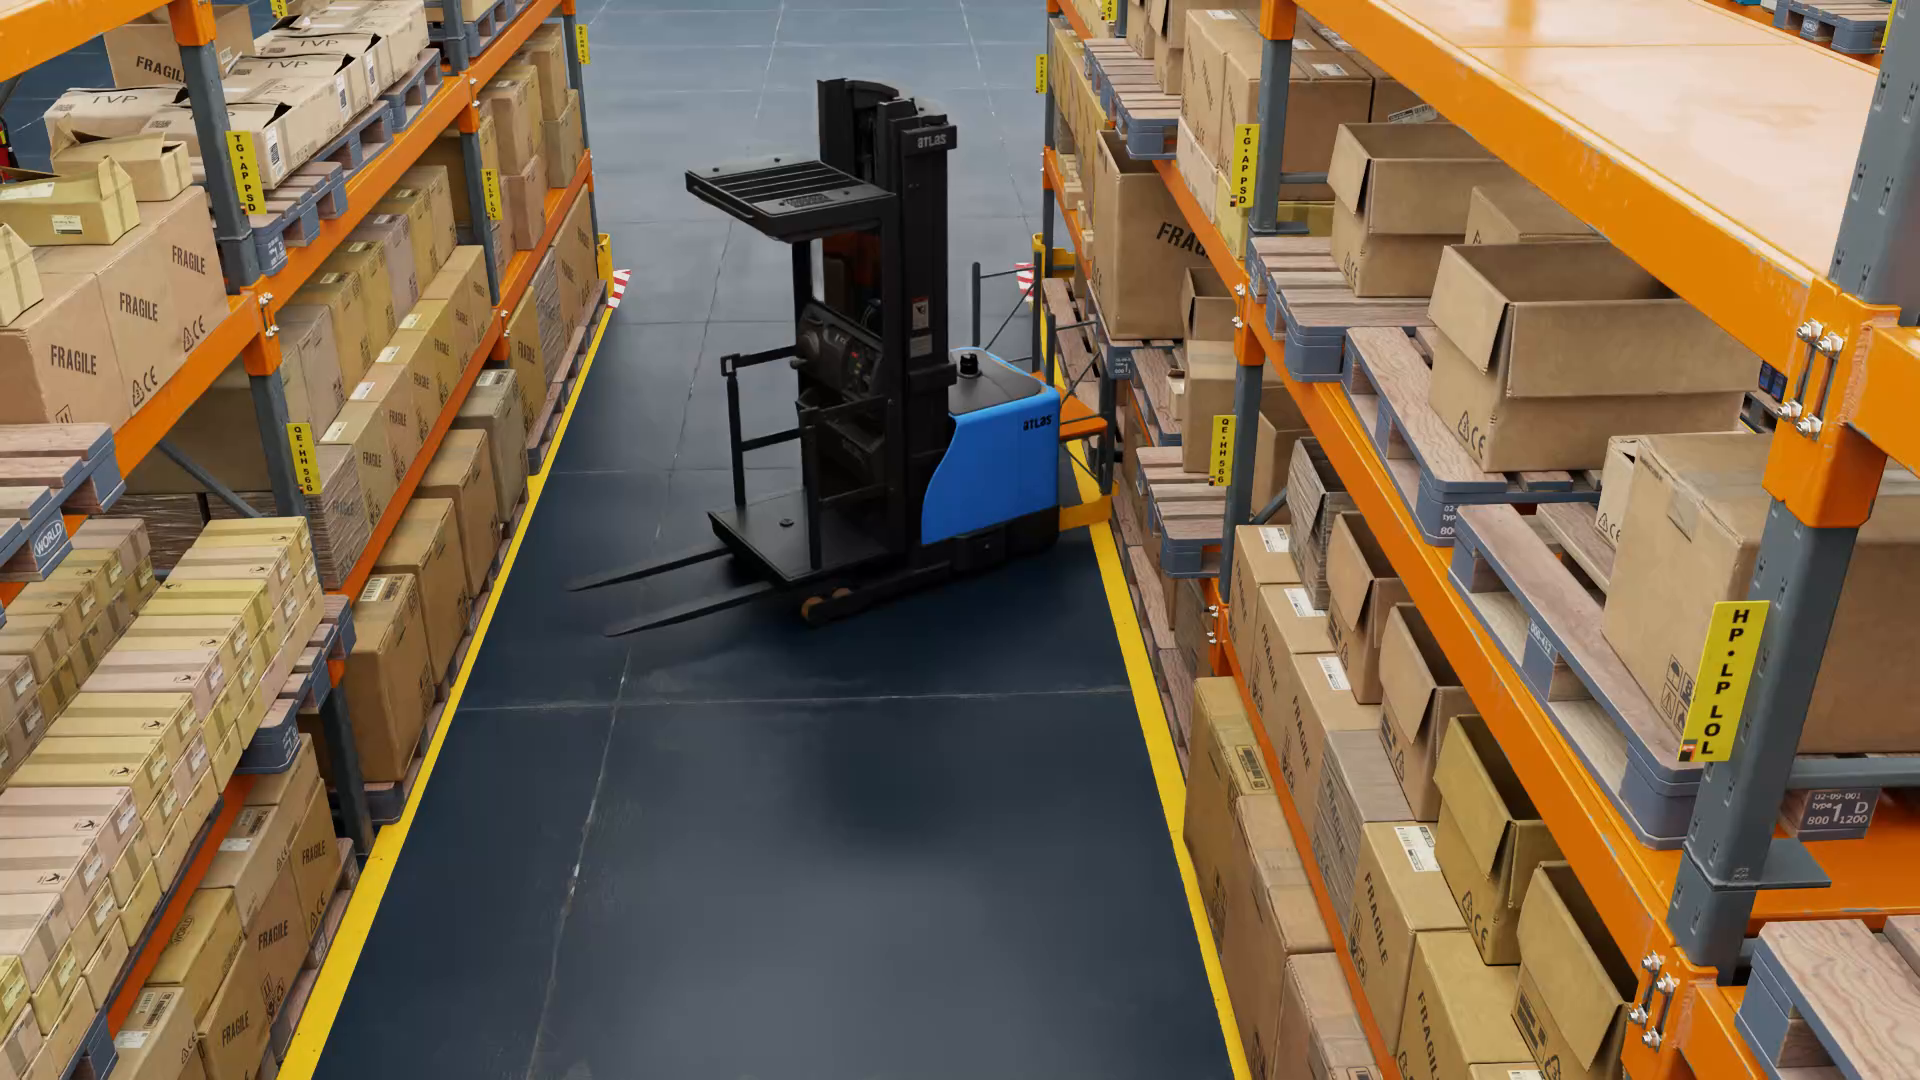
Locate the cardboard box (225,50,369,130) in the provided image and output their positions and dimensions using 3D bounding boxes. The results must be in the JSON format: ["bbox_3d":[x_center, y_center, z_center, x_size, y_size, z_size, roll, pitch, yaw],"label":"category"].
[{"bbox_3d":[-3.171,-2.173,7.963,0.500,0.311,0.500,-2,28,-4],"label":"cardboard box"}]

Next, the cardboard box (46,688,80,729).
[{"bbox_3d":[-3.434,0.666,6.047,0.380,0.149,0.250,0,28,0],"label":"cardboard box"}]

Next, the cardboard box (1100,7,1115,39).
[{"bbox_3d":[1.166,-3.232,10.622,0.500,0.250,0.500,0,28,-1],"label":"cardboard box"}]

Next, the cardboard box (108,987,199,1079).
[{"bbox_3d":[-2.918,1.764,5.563,0.500,0.250,0.500,0,28,-1],"label":"cardboard box"}]

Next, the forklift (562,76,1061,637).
[{"bbox_3d":[-0.881,-1.076,9.644,3.031,2.935,1.130,-17,32,-29],"label":"forklift"}]

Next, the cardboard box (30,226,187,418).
[{"bbox_3d":[-2.977,-0.730,5.555,0.500,0.500,0.500,-1,28,-3],"label":"cardboard box"}]

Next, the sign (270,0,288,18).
[{"bbox_3d":[-4.063,-3.271,9.891,0.100,0.325,0.005,-1,28,-3],"label":"sign"}]

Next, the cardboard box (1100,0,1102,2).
[{"bbox_3d":[1.122,-3.587,10.871,0.380,0.149,0.250,-3,28,-5],"label":"cardboard box"}]

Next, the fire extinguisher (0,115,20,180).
[{"bbox_3d":[-8.201,-3.402,14.113,0.296,0.674,0.183,-1,28,-3],"label":"fire extinguisher"}]

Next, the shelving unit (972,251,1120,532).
[{"bbox_3d":[0.543,-0.977,10.891,0.587,1.500,1.083,-14,32,-22],"label":"shelving unit"}]

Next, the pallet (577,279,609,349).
[{"bbox_3d":[-3.597,-1.935,14.231,1.003,0.211,1.213,-1,28,-3],"label":"pallet"}]

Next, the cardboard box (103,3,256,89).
[{"bbox_3d":[-3.670,-2.245,7.897,0.500,0.500,0.500,-1,28,-3],"label":"cardboard box"}]

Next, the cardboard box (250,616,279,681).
[{"bbox_3d":[-2.787,0.411,6.214,0.380,0.149,0.250,-1,28,-1],"label":"cardboard box"}]

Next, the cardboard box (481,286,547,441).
[{"bbox_3d":[-3.471,-1.228,11.703,0.875,0.875,0.875,-1,28,-2],"label":"cardboard box"}]

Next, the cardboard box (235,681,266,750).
[{"bbox_3d":[-2.780,0.647,6.084,0.380,0.149,0.250,-2,28,-3],"label":"cardboard box"}]

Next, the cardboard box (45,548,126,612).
[{"bbox_3d":[-3.452,0.160,6.375,0.380,0.149,0.250,-2,28,-4],"label":"cardboard box"}]

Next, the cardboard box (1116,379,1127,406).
[{"bbox_3d":[1.432,-1.292,12.233,0.500,0.500,0.500,7,28,14],"label":"cardboard box"}]

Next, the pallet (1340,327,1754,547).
[{"bbox_3d":[1.807,-0.351,5.140,1.003,0.211,1.213,0,28,0],"label":"pallet"}]

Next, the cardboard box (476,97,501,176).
[{"bbox_3d":[-3.638,-2.659,11.275,0.875,0.550,0.550,-1,28,-3],"label":"cardboard box"}]

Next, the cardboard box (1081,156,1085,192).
[{"bbox_3d":[1.386,-2.842,12.526,0.875,0.500,0.500,-1,28,-3],"label":"cardboard box"}]

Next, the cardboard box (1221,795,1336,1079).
[{"bbox_3d":[1.713,1.570,6.340,1.225,0.875,0.875,-1,28,-2],"label":"cardboard box"}]

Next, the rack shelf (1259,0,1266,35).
[{"bbox_3d":[1.554,-3.004,7.990,1.077,0.370,4.000,-1,28,-3],"label":"rack shelf"}]

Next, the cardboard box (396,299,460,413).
[{"bbox_3d":[-3.161,-1.034,9.381,0.500,0.500,0.500,-1,28,-2],"label":"cardboard box"}]

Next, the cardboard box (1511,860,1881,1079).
[{"bbox_3d":[1.826,1.146,4.116,0.797,0.503,0.637,-2,28,-4],"label":"cardboard box"}]

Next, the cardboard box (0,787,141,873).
[{"bbox_3d":[-2.721,0.875,5.004,0.380,0.149,0.250,0,28,-1],"label":"cardboard box"}]

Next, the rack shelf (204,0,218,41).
[{"bbox_3d":[-3.404,-2.931,7.850,1.077,0.370,4.000,-1,28,-3],"label":"rack shelf"}]

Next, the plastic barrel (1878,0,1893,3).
[{"bbox_3d":[6.451,-4.085,11.098,0.600,0.901,0.708,-1,28,-3],"label":"plastic barrel"}]

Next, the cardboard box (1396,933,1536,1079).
[{"bbox_3d":[1.552,1.448,4.622,0.500,0.500,0.500,-1,28,-1],"label":"cardboard box"}]

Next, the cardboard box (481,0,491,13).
[{"bbox_3d":[-3.203,-3.436,10.561,0.380,0.149,0.250,-1,28,-2],"label":"cardboard box"}]

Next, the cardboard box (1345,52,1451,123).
[{"bbox_3d":[1.891,-1.736,6.943,0.500,0.500,0.500,-1,28,-2],"label":"cardboard box"}]

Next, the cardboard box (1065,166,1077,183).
[{"bbox_3d":[1.050,-2.901,13.339,0.380,0.149,0.250,-1,28,-3],"label":"cardboard box"}]

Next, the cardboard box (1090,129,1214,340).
[{"bbox_3d":[1.352,-1.846,9.943,1.000,1.000,1.000,-1,28,-2],"label":"cardboard box"}]

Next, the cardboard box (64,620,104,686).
[{"bbox_3d":[-3.441,0.426,6.186,0.380,0.149,0.250,-2,28,-4],"label":"cardboard box"}]

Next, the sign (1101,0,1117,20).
[{"bbox_3d":[0.909,-3.307,10.044,0.100,0.325,0.005,-1,28,-3],"label":"sign"}]

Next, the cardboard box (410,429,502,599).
[{"bbox_3d":[-3.340,-0.150,9.772,1.050,0.750,0.750,-1,28,-3],"label":"cardboard box"}]

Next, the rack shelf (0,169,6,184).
[{"bbox_3d":[-8.551,-2.130,12.368,1.077,0.370,4.000,-1,28,-3],"label":"rack shelf"}]

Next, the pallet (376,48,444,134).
[{"bbox_3d":[-3.411,-2.514,9.290,0.805,0.209,1.217,-2,28,-5],"label":"pallet"}]

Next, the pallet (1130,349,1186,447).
[{"bbox_3d":[1.515,-0.745,9.143,1.003,0.211,1.213,-1,28,-3],"label":"pallet"}]

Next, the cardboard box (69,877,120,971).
[{"bbox_3d":[-2.712,1.120,4.855,0.380,0.149,0.250,0,28,-1],"label":"cardboard box"}]

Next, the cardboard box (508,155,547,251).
[{"bbox_3d":[-3.502,-2.434,12.010,0.875,0.550,0.550,-1,28,-3],"label":"cardboard box"}]

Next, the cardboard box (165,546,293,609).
[{"bbox_3d":[-2.805,0.149,6.396,0.380,0.149,0.250,-2,28,-3],"label":"cardboard box"}]

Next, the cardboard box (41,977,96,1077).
[{"bbox_3d":[-2.694,1.376,4.686,0.380,0.149,0.250,-1,28,-2],"label":"cardboard box"}]

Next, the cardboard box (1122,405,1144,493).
[{"bbox_3d":[1.461,-0.567,10.821,0.700,0.500,0.500,-3,28,-7],"label":"cardboard box"}]

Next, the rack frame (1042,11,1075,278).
[{"bbox_3d":[1.241,-3.612,14.431,1.000,3.000,0.127,-1,28,-3],"label":"rack frame"}]

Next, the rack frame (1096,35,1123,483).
[{"bbox_3d":[1.450,-1.764,10.889,1.000,3.000,0.127,-1,28,-3],"label":"rack frame"}]

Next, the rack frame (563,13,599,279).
[{"bbox_3d":[-3.717,-3.539,14.291,1.000,3.000,0.127,-1,28,-3],"label":"rack frame"}]

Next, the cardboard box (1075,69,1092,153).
[{"bbox_3d":[1.099,-3.047,11.837,0.500,0.500,0.500,-1,28,-3],"label":"cardboard box"}]

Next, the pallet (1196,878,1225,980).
[{"bbox_3d":[1.625,1.685,7.291,1.003,0.211,1.213,-1,28,-3],"label":"pallet"}]

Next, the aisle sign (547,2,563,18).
[{"bbox_3d":[-3.421,-4.731,13.766,0.394,0.787,0.004,-1,28,-3],"label":"aisle sign"}]

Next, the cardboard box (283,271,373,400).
[{"bbox_3d":[-3.370,-1.010,8.253,0.700,0.500,0.500,-2,28,-3],"label":"cardboard box"}]

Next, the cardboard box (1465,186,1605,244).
[{"bbox_3d":[1.896,-0.801,5.237,0.500,0.500,0.500,0,28,0],"label":"cardboard box"}]
